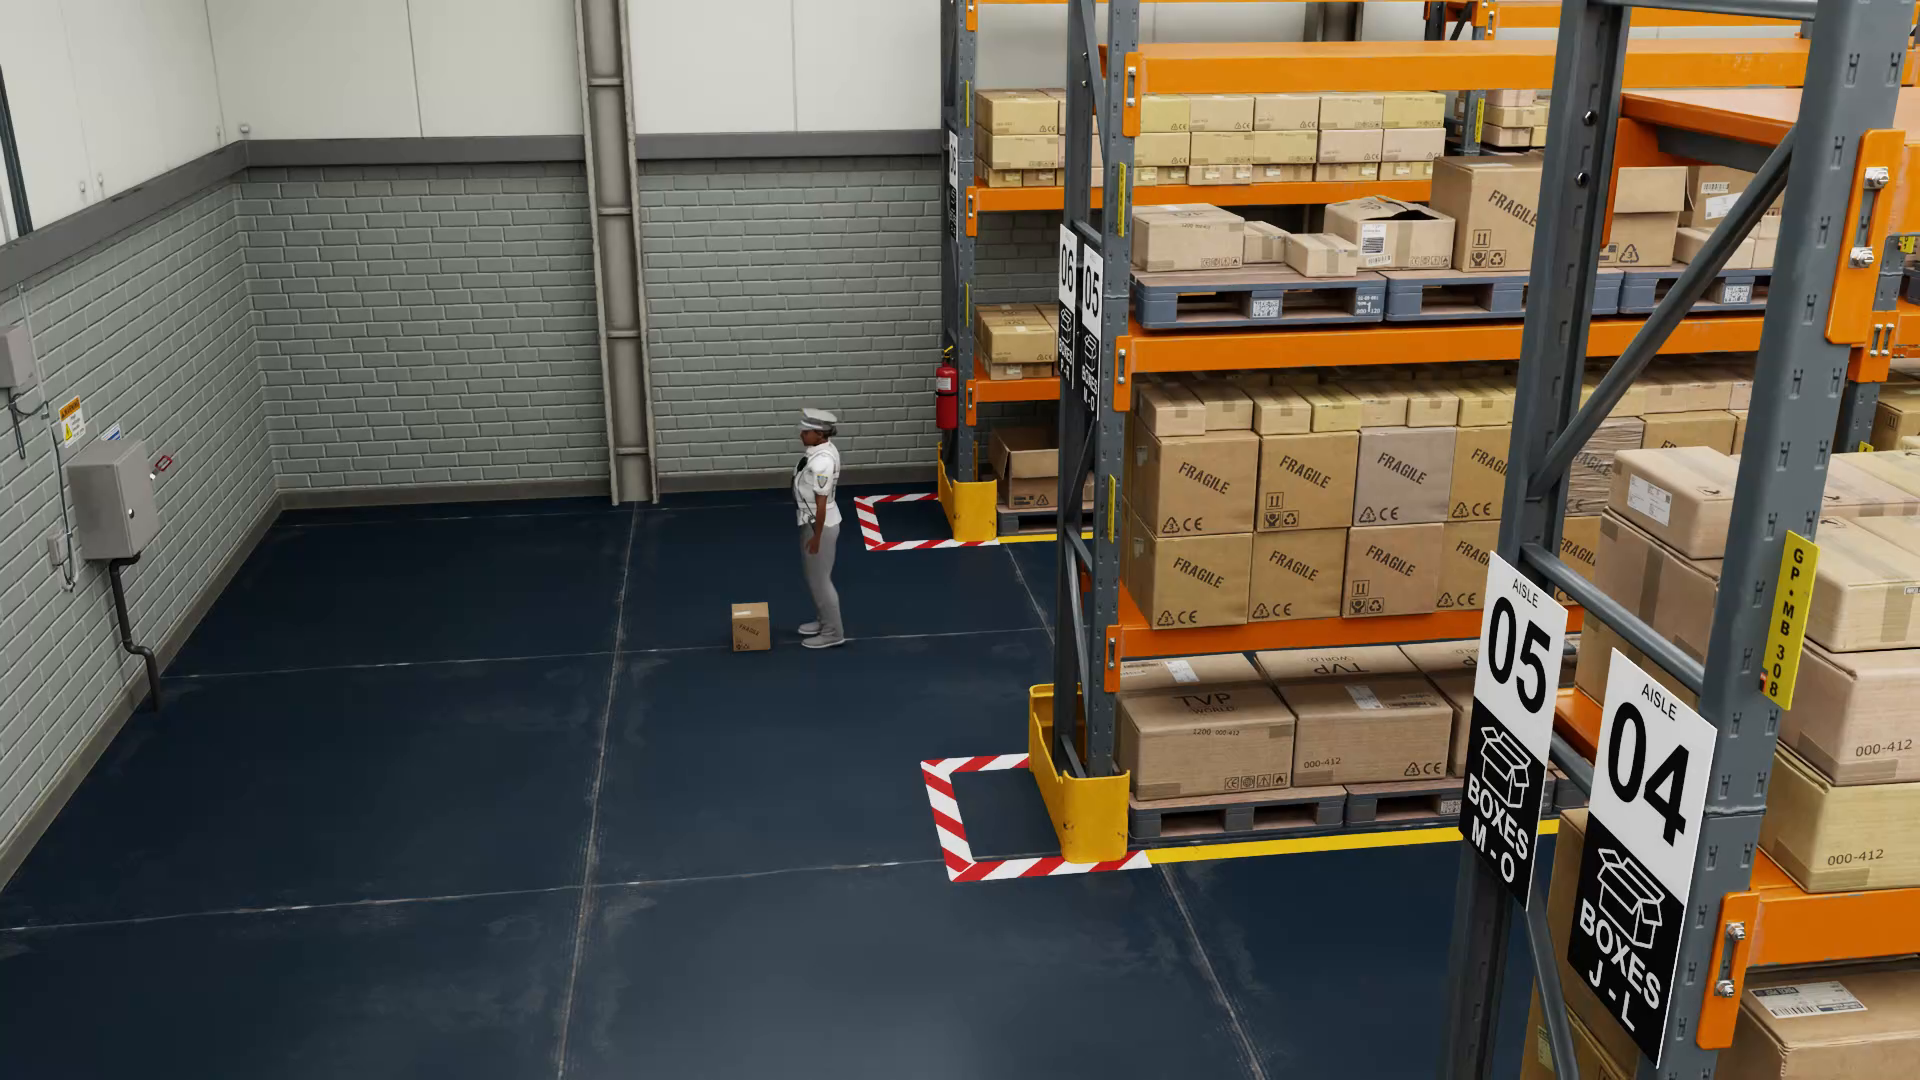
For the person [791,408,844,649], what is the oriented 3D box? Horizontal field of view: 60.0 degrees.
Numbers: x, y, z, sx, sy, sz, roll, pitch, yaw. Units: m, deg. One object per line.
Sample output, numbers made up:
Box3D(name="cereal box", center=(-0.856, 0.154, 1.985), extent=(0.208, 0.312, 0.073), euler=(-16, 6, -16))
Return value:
Box3D(name="person", center=(-0.971, -0.087, 11.302), extent=(0.341, 1.675, 0.435), euler=(-2, 20, -6))
